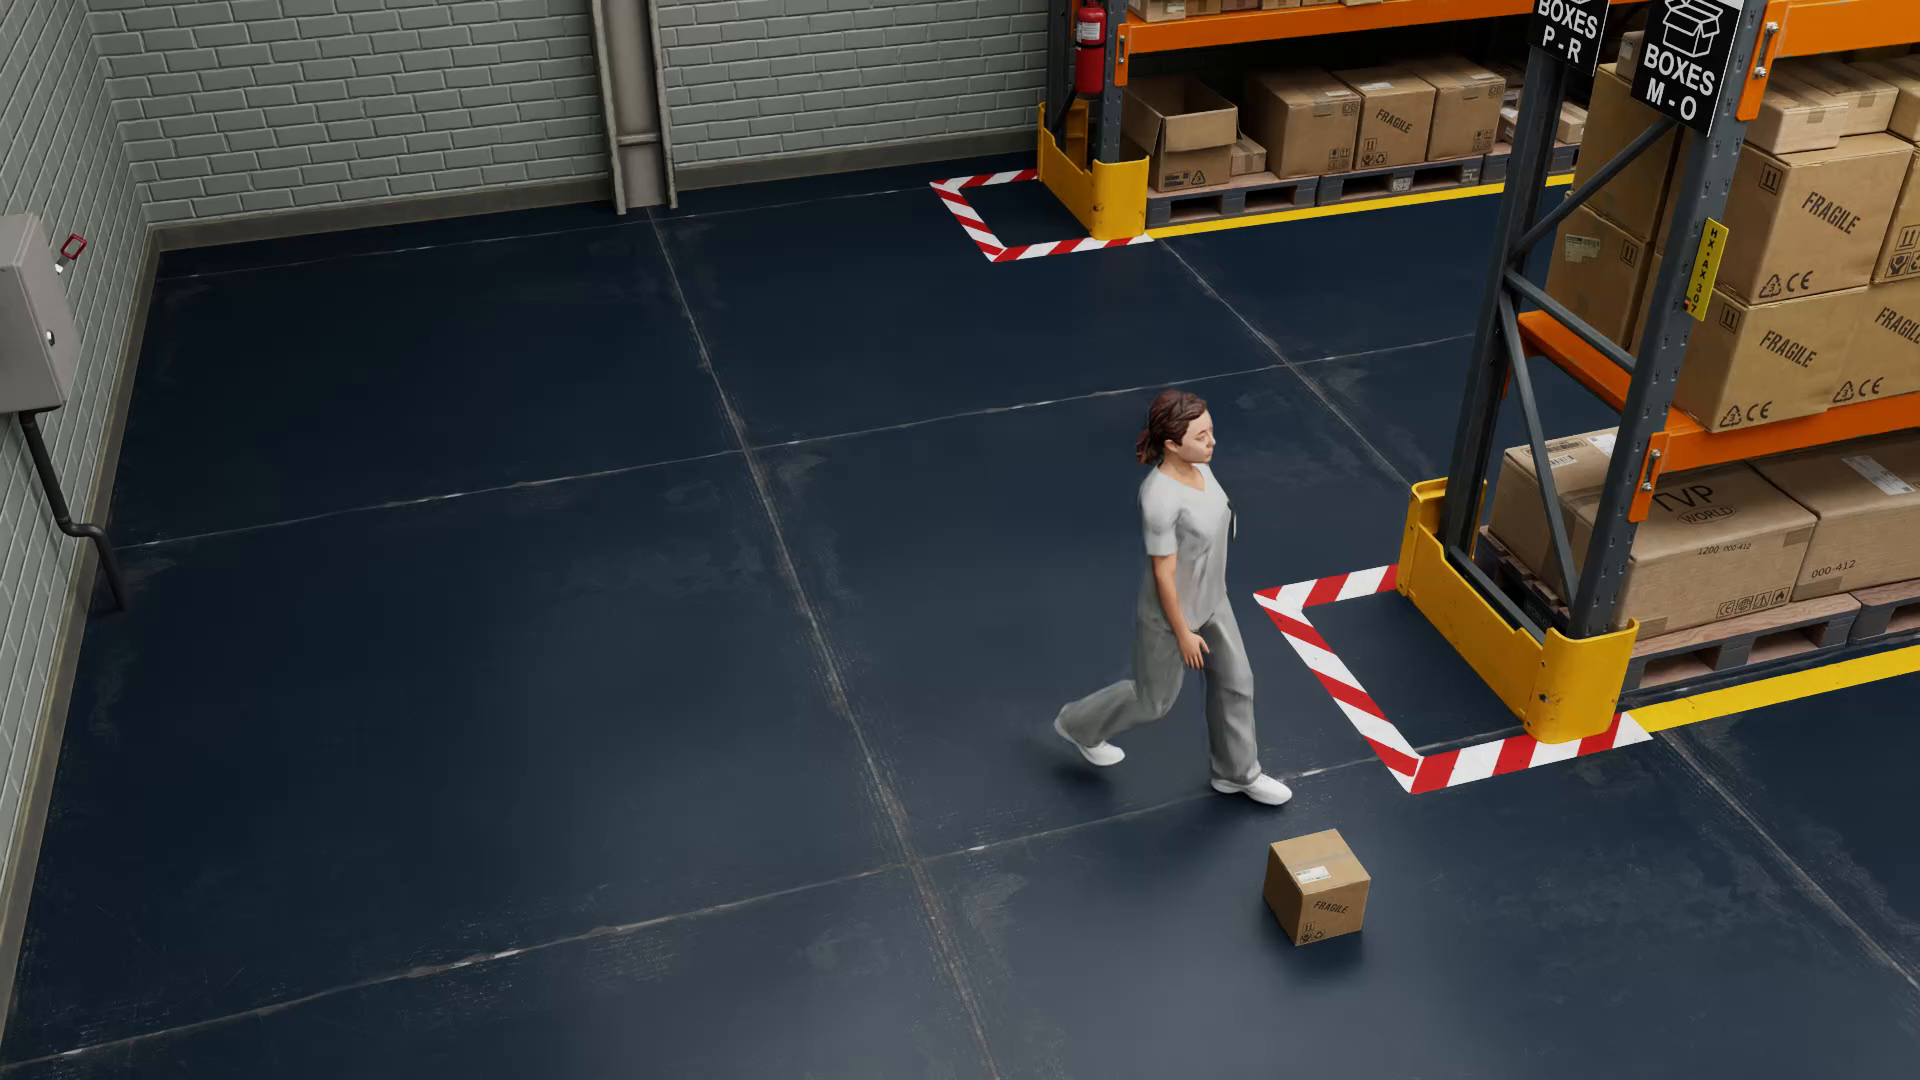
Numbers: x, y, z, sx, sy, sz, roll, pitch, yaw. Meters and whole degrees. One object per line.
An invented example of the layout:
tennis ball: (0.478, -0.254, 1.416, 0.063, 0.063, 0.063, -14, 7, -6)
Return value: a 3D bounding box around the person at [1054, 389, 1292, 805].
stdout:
person: (0.779, 0.231, 5.810, 0.900, 1.634, 0.449, 19, 38, 26)
